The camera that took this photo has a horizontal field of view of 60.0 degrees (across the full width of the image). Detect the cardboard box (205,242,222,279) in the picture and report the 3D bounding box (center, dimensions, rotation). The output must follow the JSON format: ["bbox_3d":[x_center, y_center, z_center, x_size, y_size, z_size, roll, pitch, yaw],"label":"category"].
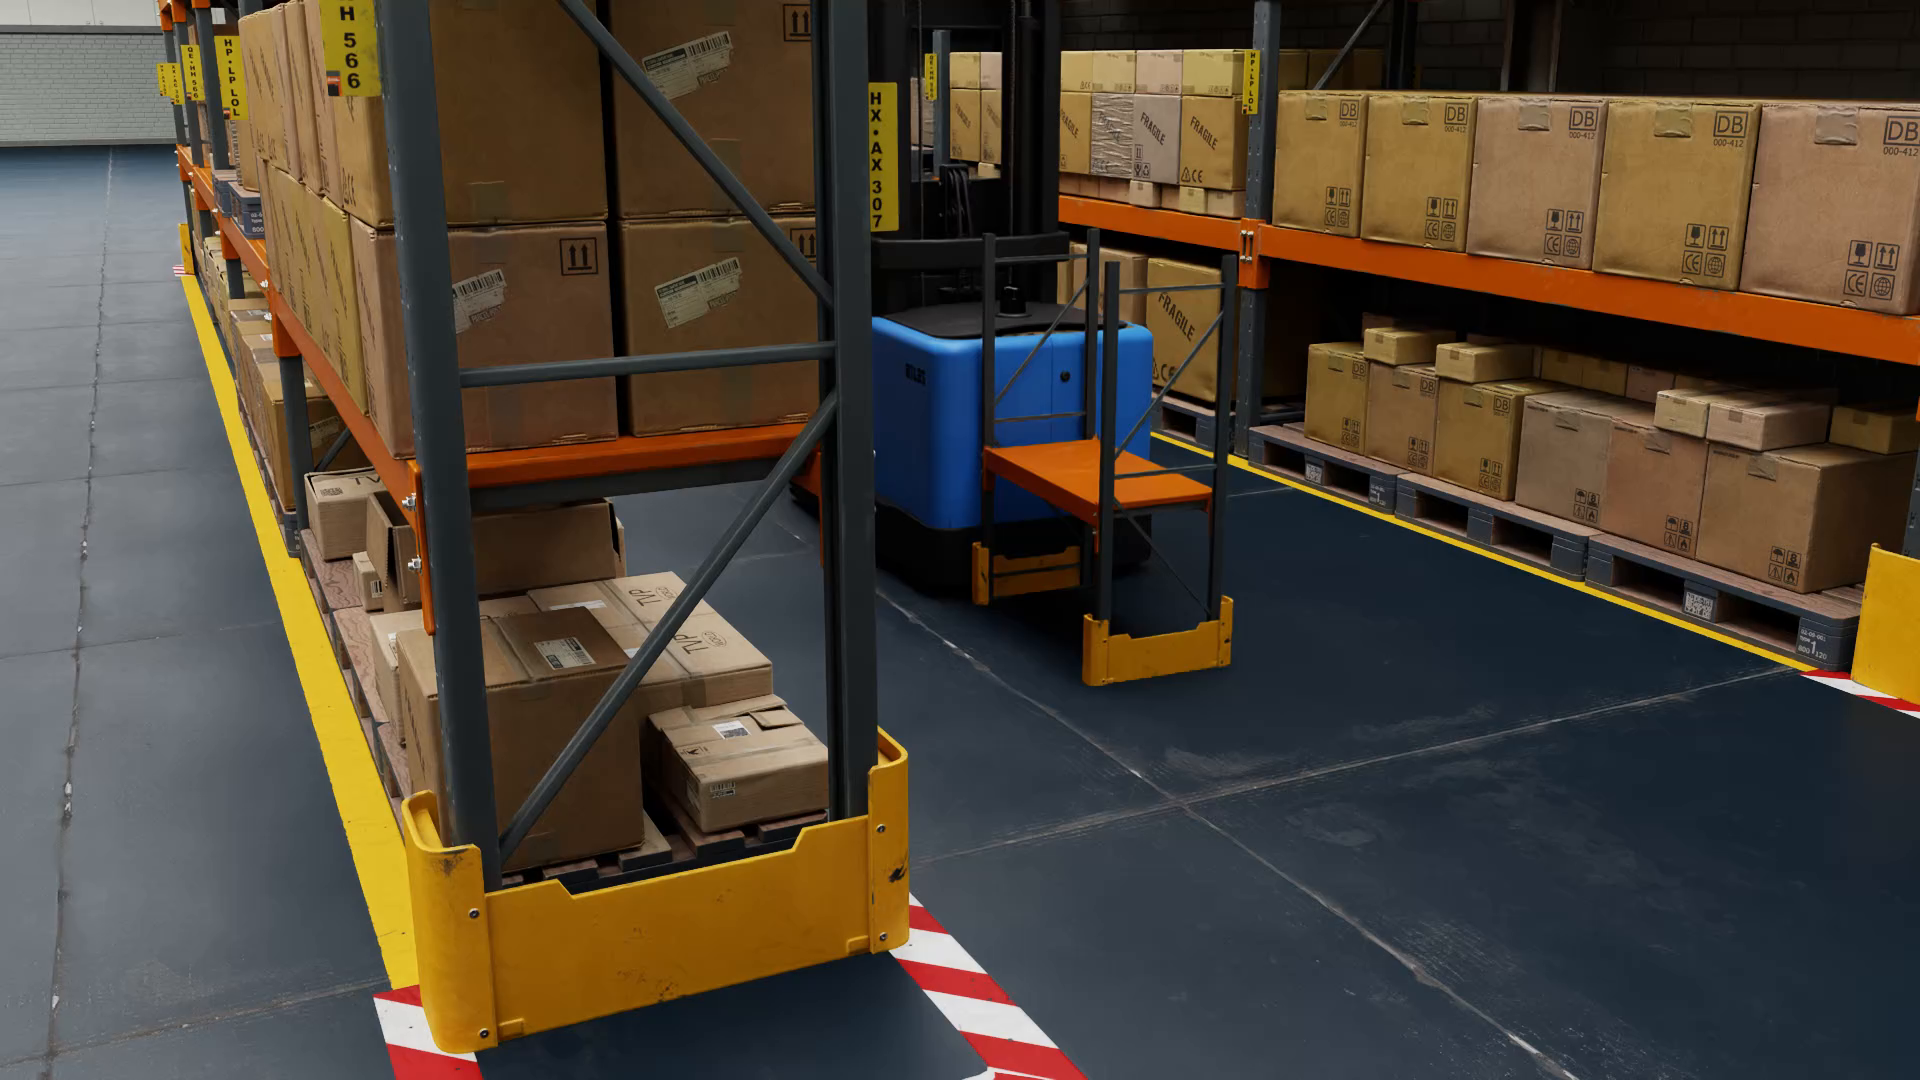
[{"bbox_3d":[-5.759,-2.244,13.340,0.500,0.311,0.500,-8,18,-26],"label":"cardboard box"}]

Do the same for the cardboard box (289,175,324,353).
[{"bbox_3d":[-1.780,-0.880,5.199,0.500,0.500,0.500,-8,18,-26],"label":"cardboard box"}]

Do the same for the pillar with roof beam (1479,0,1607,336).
[{"bbox_3d":[-0.761,-4.262,6.289,9.100,9.000,0.400,-8,18,-25],"label":"pillar with roof beam"}]

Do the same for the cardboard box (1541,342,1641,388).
[{"bbox_3d":[2.948,-0.820,7.764,0.380,0.149,0.250,-8,18,-26],"label":"cardboard box"}]

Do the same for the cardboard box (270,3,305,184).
[{"bbox_3d":[-1.795,-1.363,5.067,0.500,0.500,0.500,-7,17,-23],"label":"cardboard box"}]

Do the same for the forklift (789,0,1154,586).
[{"bbox_3d":[-0.212,-1.583,7.954,1.130,2.935,3.031,-7,17,-22],"label":"forklift"}]

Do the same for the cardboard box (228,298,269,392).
[{"bbox_3d":[-4.236,-1.223,10.307,0.500,0.500,0.500,-7,17,-23],"label":"cardboard box"}]

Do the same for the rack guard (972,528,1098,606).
[{"bbox_3d":[0.330,0.111,6.911,0.587,0.250,0.087,-7,17,-22],"label":"rack guard"}]

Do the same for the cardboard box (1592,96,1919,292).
[{"bbox_3d":[3.216,-1.424,6.733,0.980,0.700,0.700,-8,18,-25],"label":"cardboard box"}]

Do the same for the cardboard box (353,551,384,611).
[{"bbox_3d":[-2.049,0.126,6.214,0.380,0.166,0.250,-8,18,-25],"label":"cardboard box"}]

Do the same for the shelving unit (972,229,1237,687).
[{"bbox_3d":[0.525,-0.363,6.298,0.587,1.500,1.083,-7,17,-22],"label":"shelving unit"}]

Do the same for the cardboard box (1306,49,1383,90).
[{"bbox_3d":[2.058,-2.674,9.516,0.500,0.250,0.500,-7,17,-23],"label":"cardboard box"}]

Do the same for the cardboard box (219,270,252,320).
[{"bbox_3d":[-4.863,-1.738,11.576,0.500,0.311,0.500,-8,18,-26],"label":"cardboard box"}]

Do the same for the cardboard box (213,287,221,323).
[{"bbox_3d":[-5.525,-1.847,12.973,0.500,0.250,0.500,-8,18,-27],"label":"cardboard box"}]

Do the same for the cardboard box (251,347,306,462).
[{"bbox_3d":[-3.328,-0.714,8.535,0.500,0.500,0.500,-7,18,-24],"label":"cardboard box"}]

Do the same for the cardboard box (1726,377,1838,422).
[{"bbox_3d":[3.393,-0.568,6.887,0.380,0.149,0.250,-8,18,-25],"label":"cardboard box"}]

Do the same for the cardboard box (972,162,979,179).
[{"bbox_3d":[0.311,-2.675,12.055,0.380,0.149,0.250,-7,18,-24],"label":"cardboard box"}]

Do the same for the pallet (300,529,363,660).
[{"bbox_3d":[-2.126,0.143,6.872,1.003,0.211,1.213,-8,18,-25],"label":"pallet"}]

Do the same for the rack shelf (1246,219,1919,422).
[{"bbox_3d":[2.901,-1.126,7.541,1.077,0.370,4.000,-8,18,-25],"label":"rack shelf"}]

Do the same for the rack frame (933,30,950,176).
[{"bbox_3d":[0.273,-2.960,12.626,1.000,3.000,0.127,-8,18,-25],"label":"rack frame"}]

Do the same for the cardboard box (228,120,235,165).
[{"bbox_3d":[-5.159,-2.953,12.421,0.500,0.500,0.500,-8,18,-25],"label":"cardboard box"}]

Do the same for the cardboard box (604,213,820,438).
[{"bbox_3d":[-0.631,-0.566,4.105,0.500,0.500,0.500,-7,18,-24],"label":"cardboard box"}]

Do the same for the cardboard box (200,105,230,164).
[{"bbox_3d":[-6.131,-3.509,14.360,0.700,0.500,0.500,-8,18,-26],"label":"cardboard box"}]

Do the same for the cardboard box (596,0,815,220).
[{"bbox_3d":[-0.631,-1.047,3.967,0.500,0.500,0.500,-7,17,-23],"label":"cardboard box"}]

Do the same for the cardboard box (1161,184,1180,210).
[{"bbox_3d":[1.418,-2.036,9.825,0.380,0.149,0.250,-7,17,-23],"label":"cardboard box"}]

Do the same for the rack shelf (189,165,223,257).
[{"bbox_3d":[-5.055,-2.510,12.364,1.077,0.370,4.000,-8,18,-25],"label":"rack shelf"}]

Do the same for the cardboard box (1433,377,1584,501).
[{"bbox_3d":[2.700,-0.518,7.887,0.700,0.500,0.500,-7,18,-24],"label":"cardboard box"}]

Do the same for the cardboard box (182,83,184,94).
[{"bbox_3d":[-7.587,-4.515,16.689,0.380,0.149,0.250,-8,18,-26],"label":"cardboard box"}]

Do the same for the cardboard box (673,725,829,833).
[{"bbox_3d":[-0.548,0.637,4.464,0.380,0.149,0.250,-8,18,-25],"label":"cardboard box"}]

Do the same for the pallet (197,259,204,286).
[{"bbox_3d":[-7.311,-2.819,17.191,1.003,0.211,1.213,-8,18,-25],"label":"pallet"}]

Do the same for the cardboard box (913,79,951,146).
[{"bbox_3d":[0.058,-3.334,12.953,0.700,0.500,0.500,-10,19,-31],"label":"cardboard box"}]

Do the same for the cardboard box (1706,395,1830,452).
[{"bbox_3d":[3.161,-0.459,6.508,0.380,0.149,0.250,-8,18,-26],"label":"cardboard box"}]

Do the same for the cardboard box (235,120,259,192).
[{"bbox_3d":[-3.256,-2.049,8.510,0.700,0.500,0.500,-13,21,-39],"label":"cardboard box"}]

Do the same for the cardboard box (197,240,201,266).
[{"bbox_3d":[-7.207,-2.817,16.351,0.500,0.250,0.500,-8,18,-25],"label":"cardboard box"}]

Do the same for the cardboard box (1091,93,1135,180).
[{"bbox_3d":[1.151,-2.503,10.279,0.500,0.500,0.500,-8,18,-25],"label":"cardboard box"}]

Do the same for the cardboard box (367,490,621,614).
[{"bbox_3d":[-1.599,0.085,5.743,0.797,0.503,0.637,-8,18,-25],"label":"cardboard box"}]

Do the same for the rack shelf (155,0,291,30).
[{"bbox_3d":[-6.807,-4.944,15.407,1.077,0.370,4.000,-8,18,-25],"label":"rack shelf"}]

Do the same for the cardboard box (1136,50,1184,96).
[{"bbox_3d":[1.375,-2.742,9.751,0.500,0.250,0.500,-7,18,-24],"label":"cardboard box"}]

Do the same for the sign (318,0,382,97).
[{"bbox_3d":[-1.182,-1.023,3.205,0.100,0.325,0.005,-8,18,-25],"label":"sign"}]

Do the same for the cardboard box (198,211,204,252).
[{"bbox_3d":[-6.762,-2.930,15.387,0.500,0.500,0.500,-8,18,-25],"label":"cardboard box"}]

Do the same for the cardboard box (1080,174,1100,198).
[{"bbox_3d":[0.999,-2.294,10.725,0.380,0.149,0.250,-7,17,-23],"label":"cardboard box"}]

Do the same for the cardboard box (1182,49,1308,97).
[{"bbox_3d":[1.590,-2.614,9.305,0.500,0.250,0.500,-7,18,-24],"label":"cardboard box"}]

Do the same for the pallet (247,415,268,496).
[{"bbox_3d":[-3.355,-0.528,9.208,1.003,0.211,1.213,-8,18,-25],"label":"pallet"}]

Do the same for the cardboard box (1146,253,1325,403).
[{"bbox_3d":[1.623,-1.282,9.915,0.750,0.750,0.750,-7,18,-24],"label":"cardboard box"}]

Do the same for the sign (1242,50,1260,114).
[{"bbox_3d":[1.542,-2.418,8.784,0.100,0.325,0.005,-8,18,-25],"label":"sign"}]

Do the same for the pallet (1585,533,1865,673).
[{"bbox_3d":[3.357,0.176,6.756,1.003,0.211,1.213,-8,18,-25],"label":"pallet"}]

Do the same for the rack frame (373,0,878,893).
[{"bbox_3d":[-0.674,-0.376,3.624,1.000,3.000,0.127,-8,18,-25],"label":"rack frame"}]

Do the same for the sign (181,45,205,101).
[{"bbox_3d":[-4.676,-2.849,10.141,0.100,0.325,0.005,-8,18,-25],"label":"sign"}]
